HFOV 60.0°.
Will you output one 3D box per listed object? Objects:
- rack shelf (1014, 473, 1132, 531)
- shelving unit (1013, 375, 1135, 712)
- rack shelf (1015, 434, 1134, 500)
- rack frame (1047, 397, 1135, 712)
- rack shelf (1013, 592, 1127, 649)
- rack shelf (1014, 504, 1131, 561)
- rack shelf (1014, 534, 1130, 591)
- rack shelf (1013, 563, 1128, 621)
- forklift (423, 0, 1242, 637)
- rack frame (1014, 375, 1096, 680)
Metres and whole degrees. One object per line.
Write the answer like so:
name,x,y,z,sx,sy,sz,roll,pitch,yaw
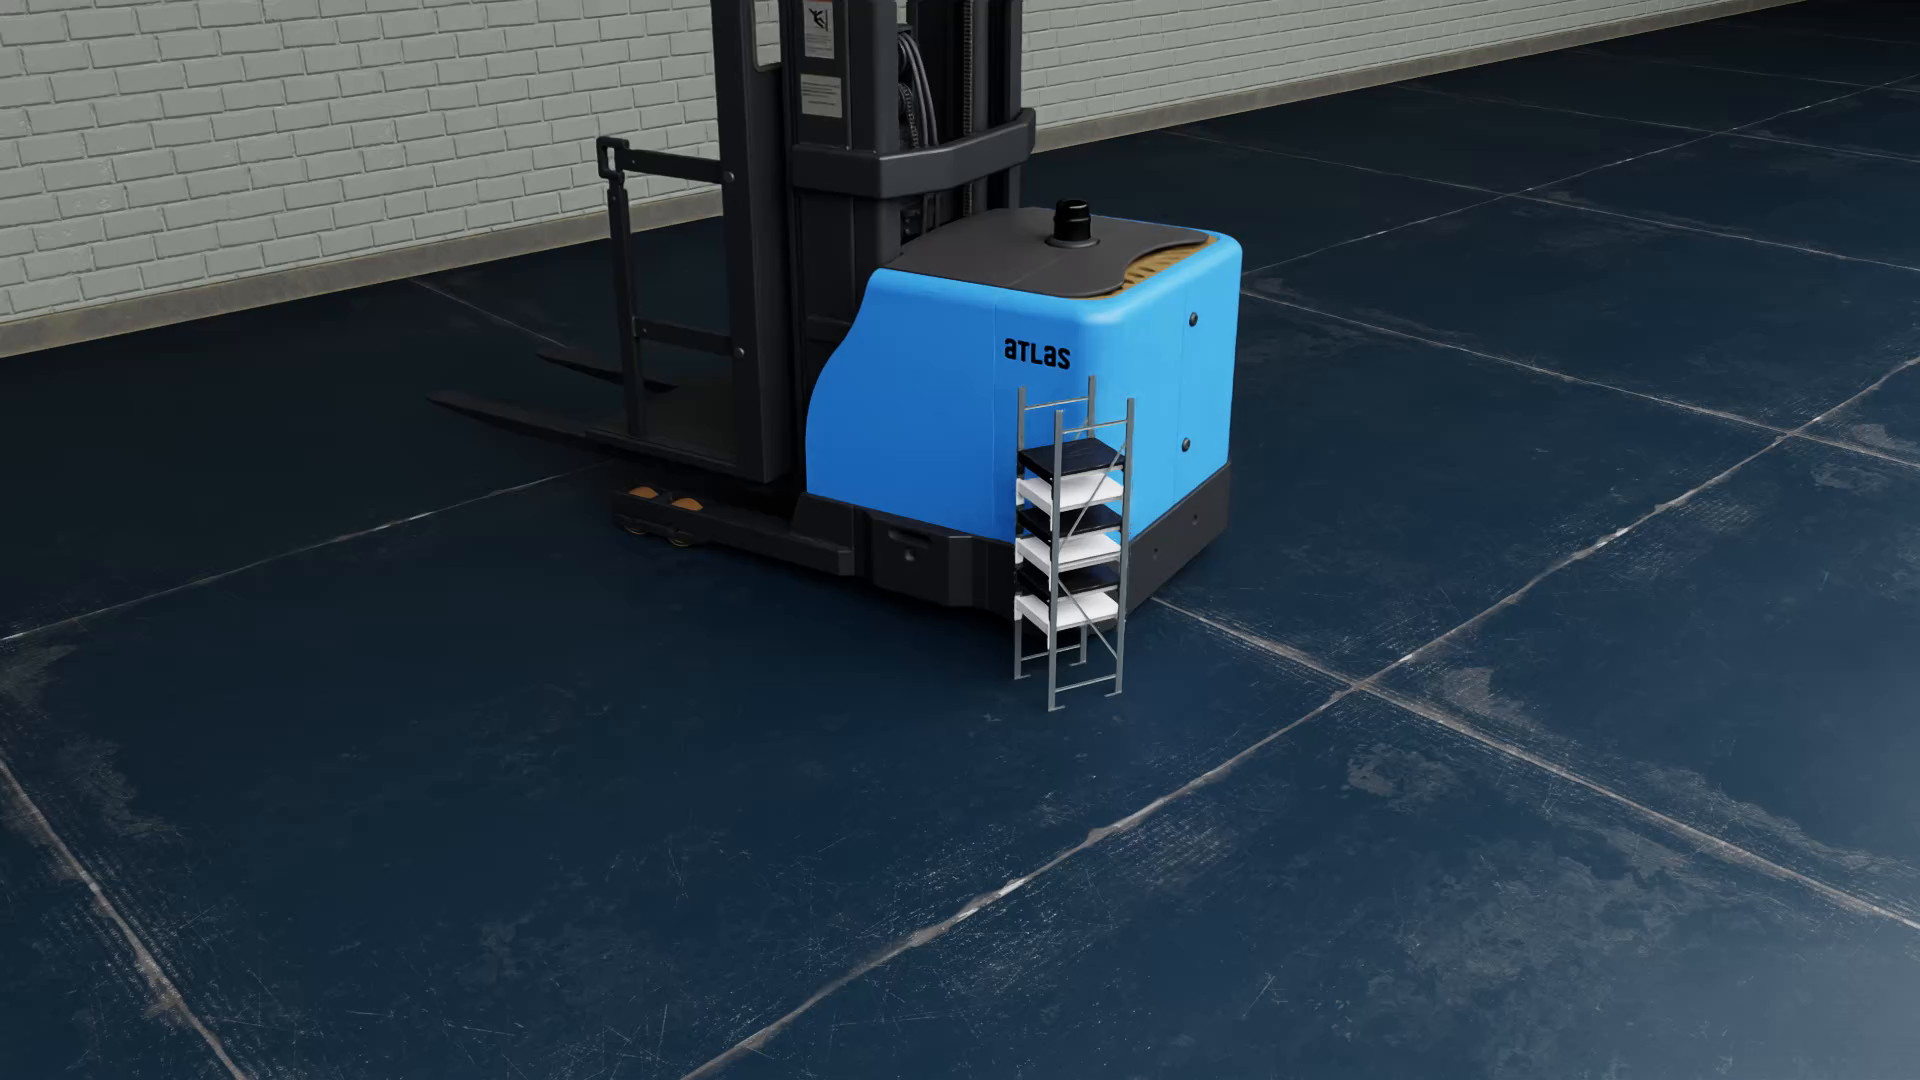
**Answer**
rack shelf,0.310,-0.119,4.573,0.258,0.077,0.200,-11,27,-24
shelving unit,0.310,0.015,4.633,0.258,0.900,0.210,-11,27,-24
rack shelf,0.310,-0.201,4.535,0.258,0.077,0.200,-11,27,-24
rack frame,0.355,0.053,4.550,0.240,0.900,0.006,-11,27,-24
rack shelf,0.310,0.209,4.722,0.258,0.077,0.200,-11,27,-24
rack shelf,0.310,-0.037,4.610,0.258,0.077,0.200,-11,27,-24
rack shelf,0.310,0.045,4.647,0.258,0.077,0.200,-11,27,-24
rack shelf,0.310,0.127,4.685,0.258,0.077,0.200,-11,27,-24
forklift,-0.613,-1.480,5.464,3.031,2.935,1.130,14,28,28
rack frame,0.266,-0.023,4.717,0.240,0.900,0.006,-11,27,-24
